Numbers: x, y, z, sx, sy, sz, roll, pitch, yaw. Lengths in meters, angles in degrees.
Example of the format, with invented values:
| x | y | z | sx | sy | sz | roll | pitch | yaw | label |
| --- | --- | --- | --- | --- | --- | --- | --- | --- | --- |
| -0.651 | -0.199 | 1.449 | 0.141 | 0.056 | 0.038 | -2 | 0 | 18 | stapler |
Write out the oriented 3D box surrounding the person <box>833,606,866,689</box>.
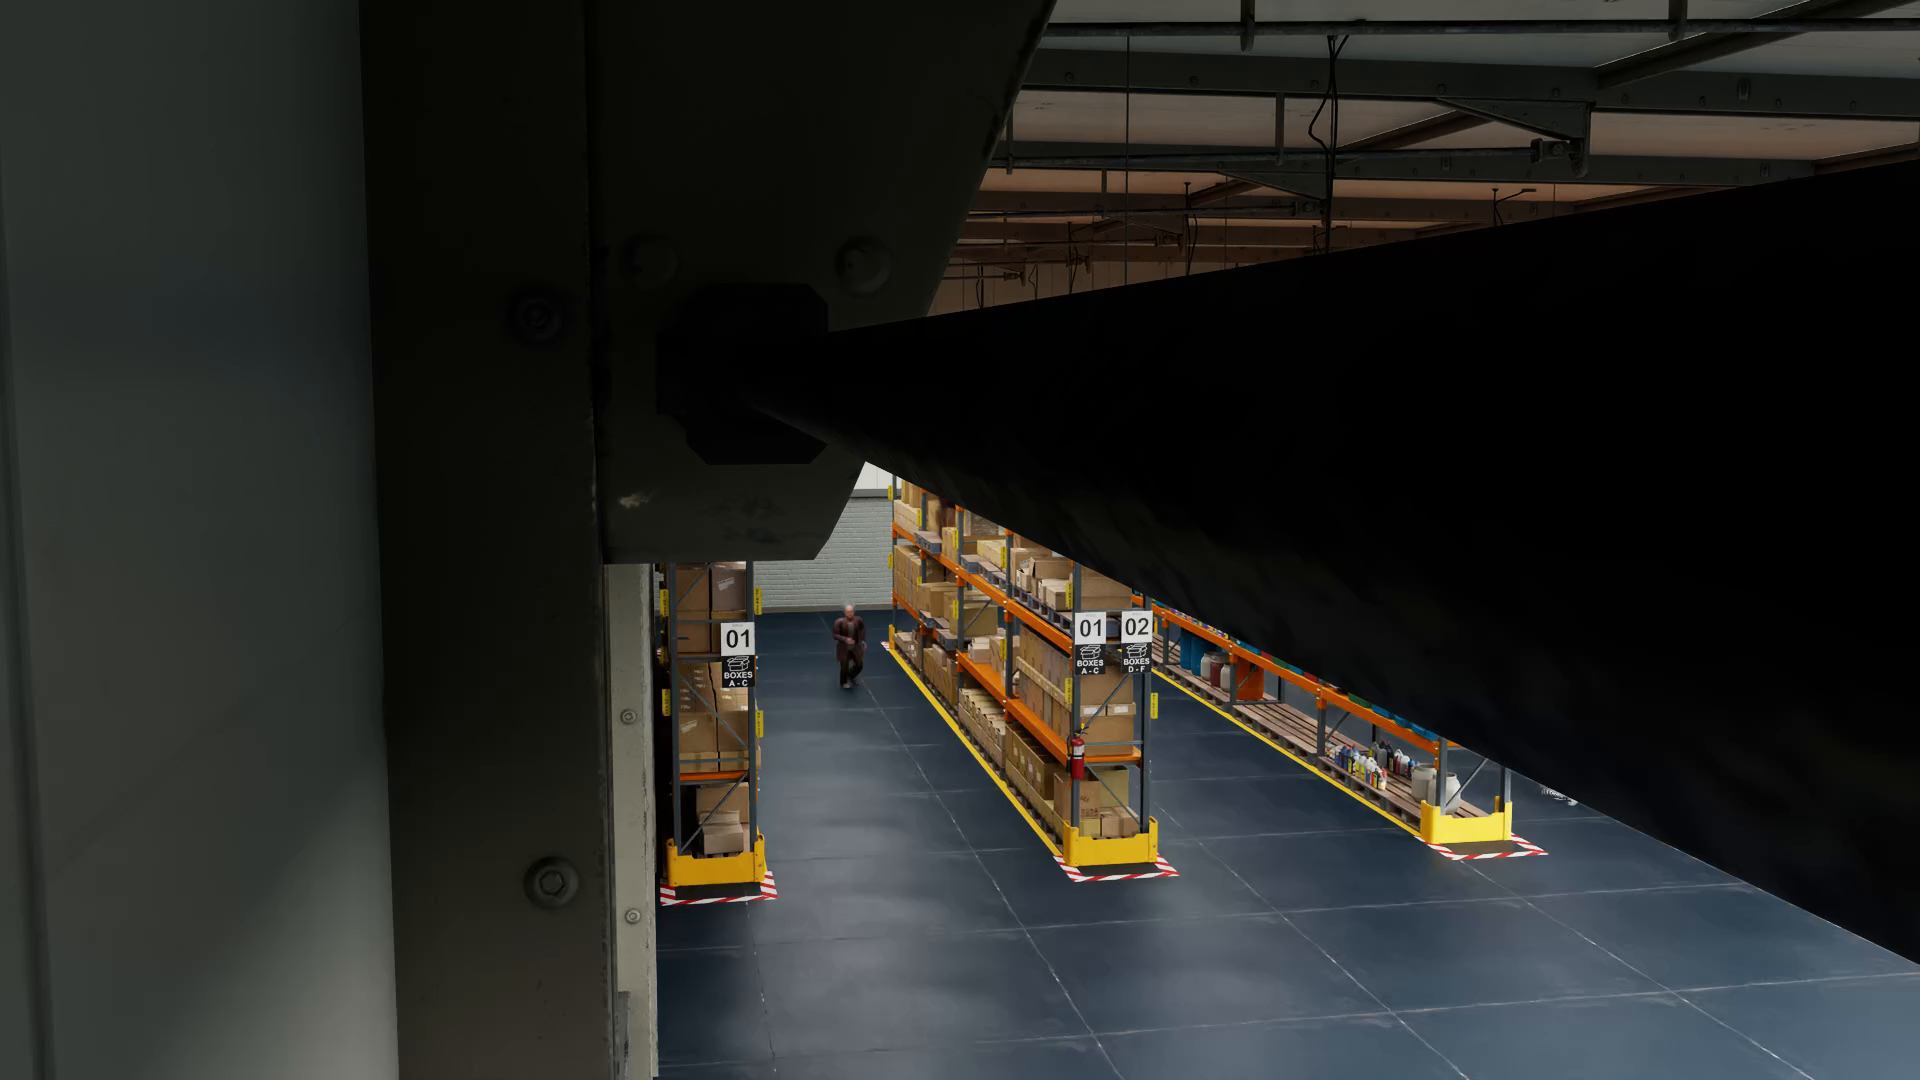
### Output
| x | y | z | sx | sy | sz | roll | pitch | yaw | label |
| --- | --- | --- | --- | --- | --- | --- | --- | --- | --- |
| -2.119 | 2.064 | 31.843 | 0.702 | 1.665 | 0.854 | -2 | 7 | -21 | person |
